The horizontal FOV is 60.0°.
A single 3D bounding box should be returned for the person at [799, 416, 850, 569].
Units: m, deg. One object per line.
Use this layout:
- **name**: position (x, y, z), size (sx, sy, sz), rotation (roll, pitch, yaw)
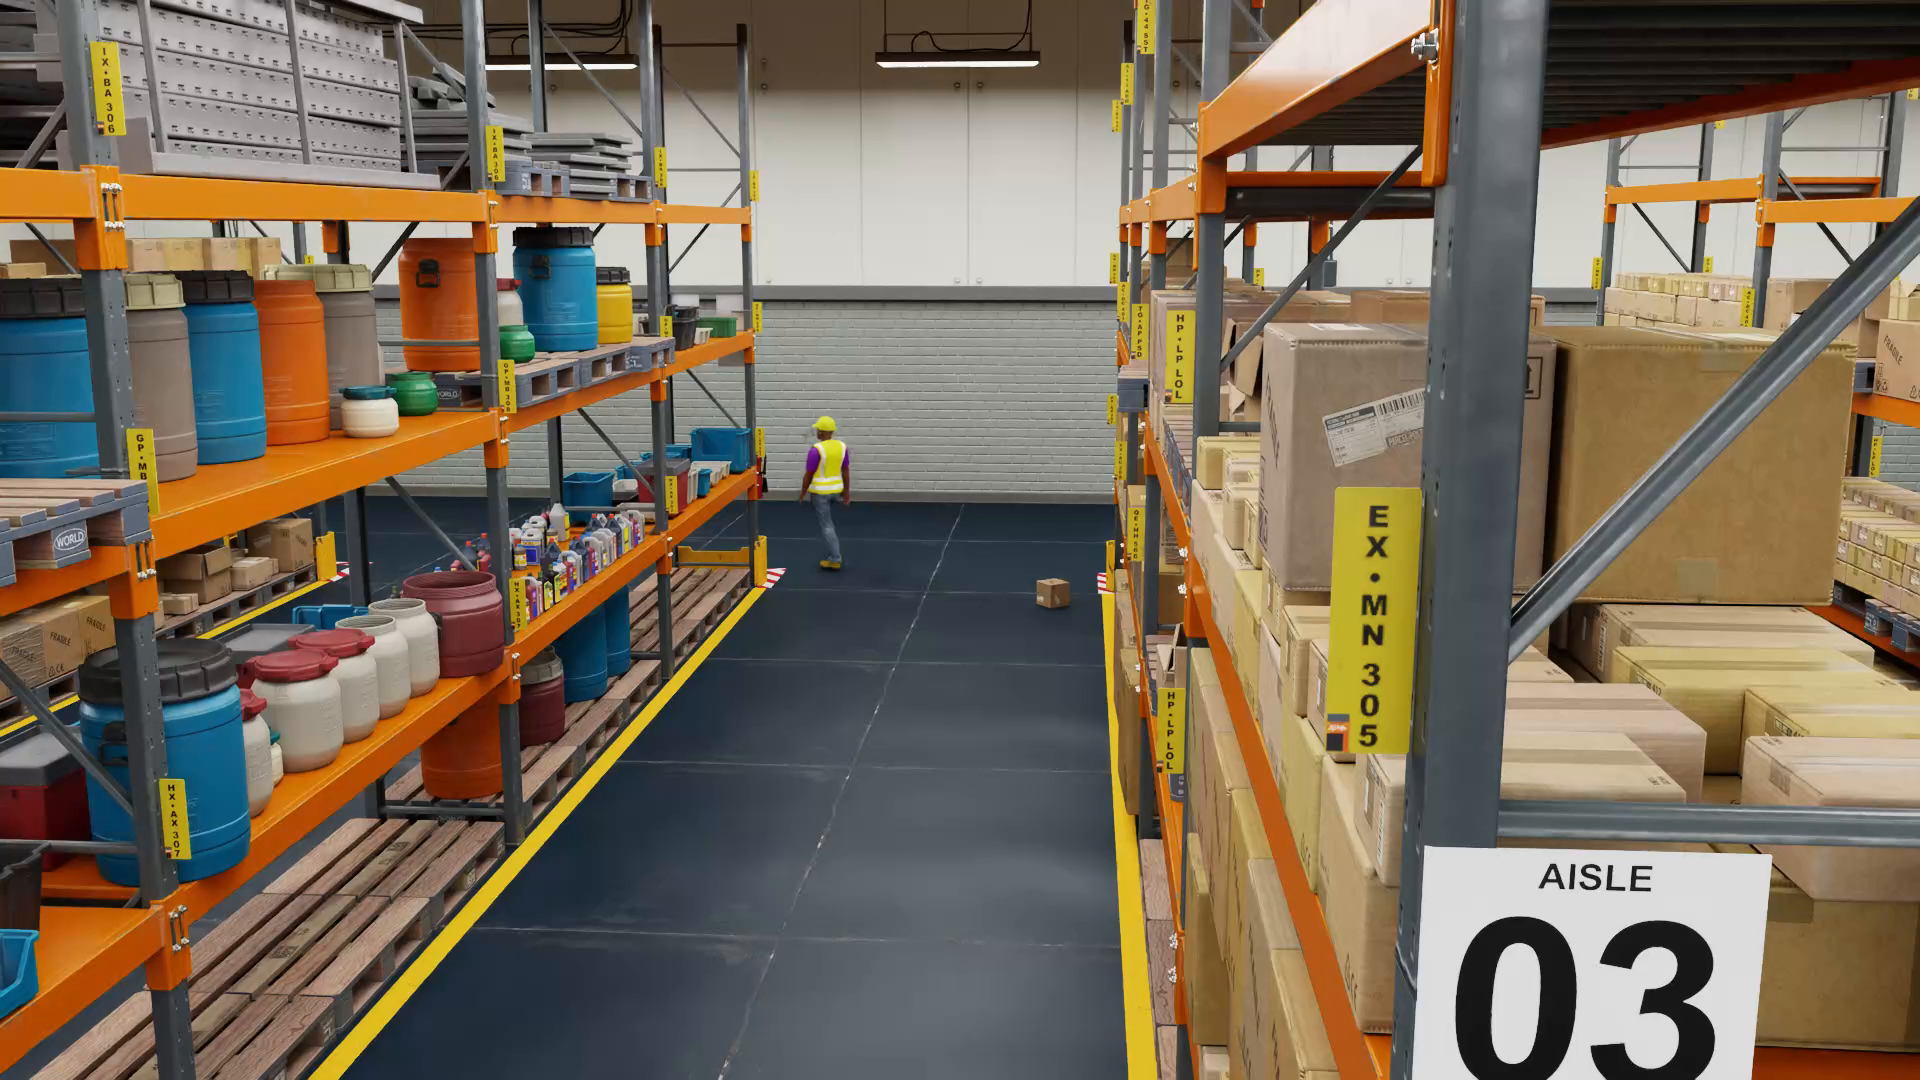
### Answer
- **person**: position (-1.573, -0.524, 19.188), size (0.532, 1.821, 0.598), rotation (9, 14, 41)
